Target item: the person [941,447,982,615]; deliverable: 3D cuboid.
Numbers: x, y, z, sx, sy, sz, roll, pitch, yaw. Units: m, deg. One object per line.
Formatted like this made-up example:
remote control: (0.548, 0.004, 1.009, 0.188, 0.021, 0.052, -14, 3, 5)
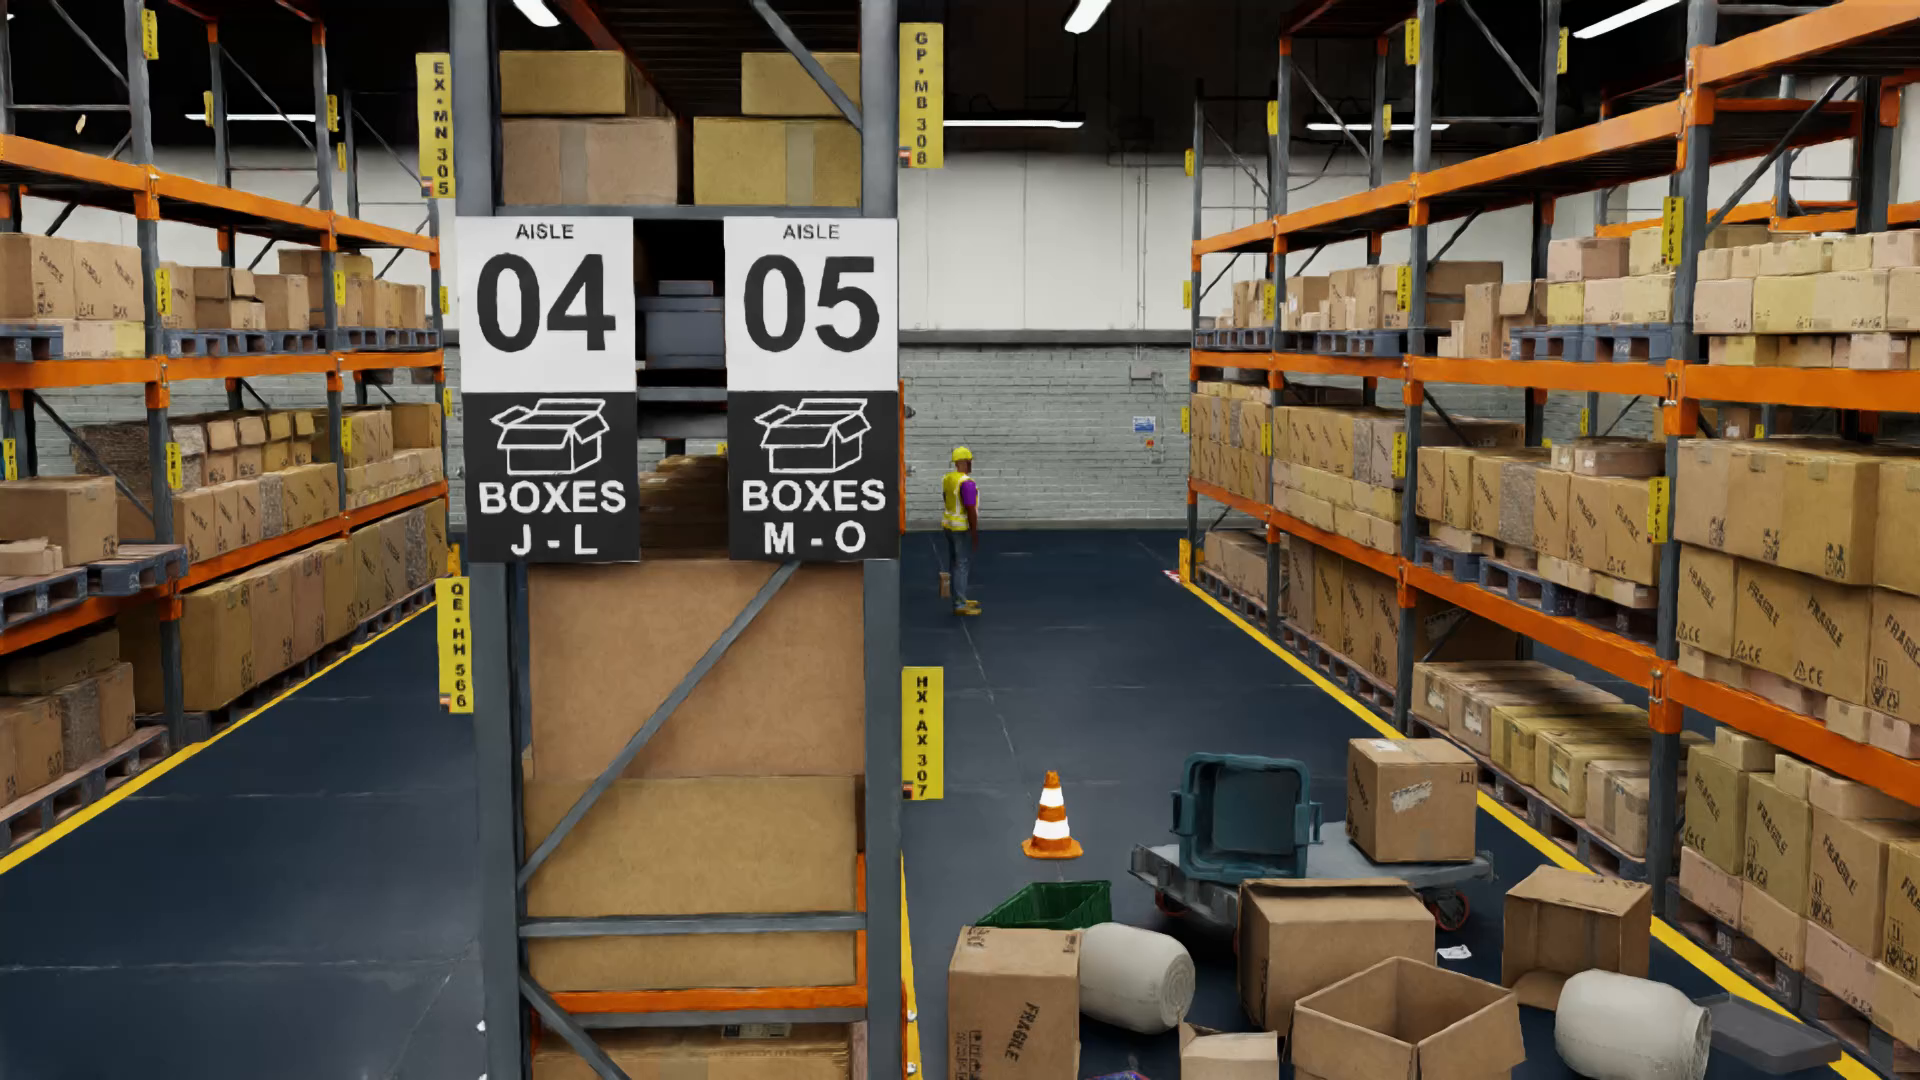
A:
person: (0.061, -0.112, 17.824, 0.470, 1.770, 0.636, -4, 8, -28)
